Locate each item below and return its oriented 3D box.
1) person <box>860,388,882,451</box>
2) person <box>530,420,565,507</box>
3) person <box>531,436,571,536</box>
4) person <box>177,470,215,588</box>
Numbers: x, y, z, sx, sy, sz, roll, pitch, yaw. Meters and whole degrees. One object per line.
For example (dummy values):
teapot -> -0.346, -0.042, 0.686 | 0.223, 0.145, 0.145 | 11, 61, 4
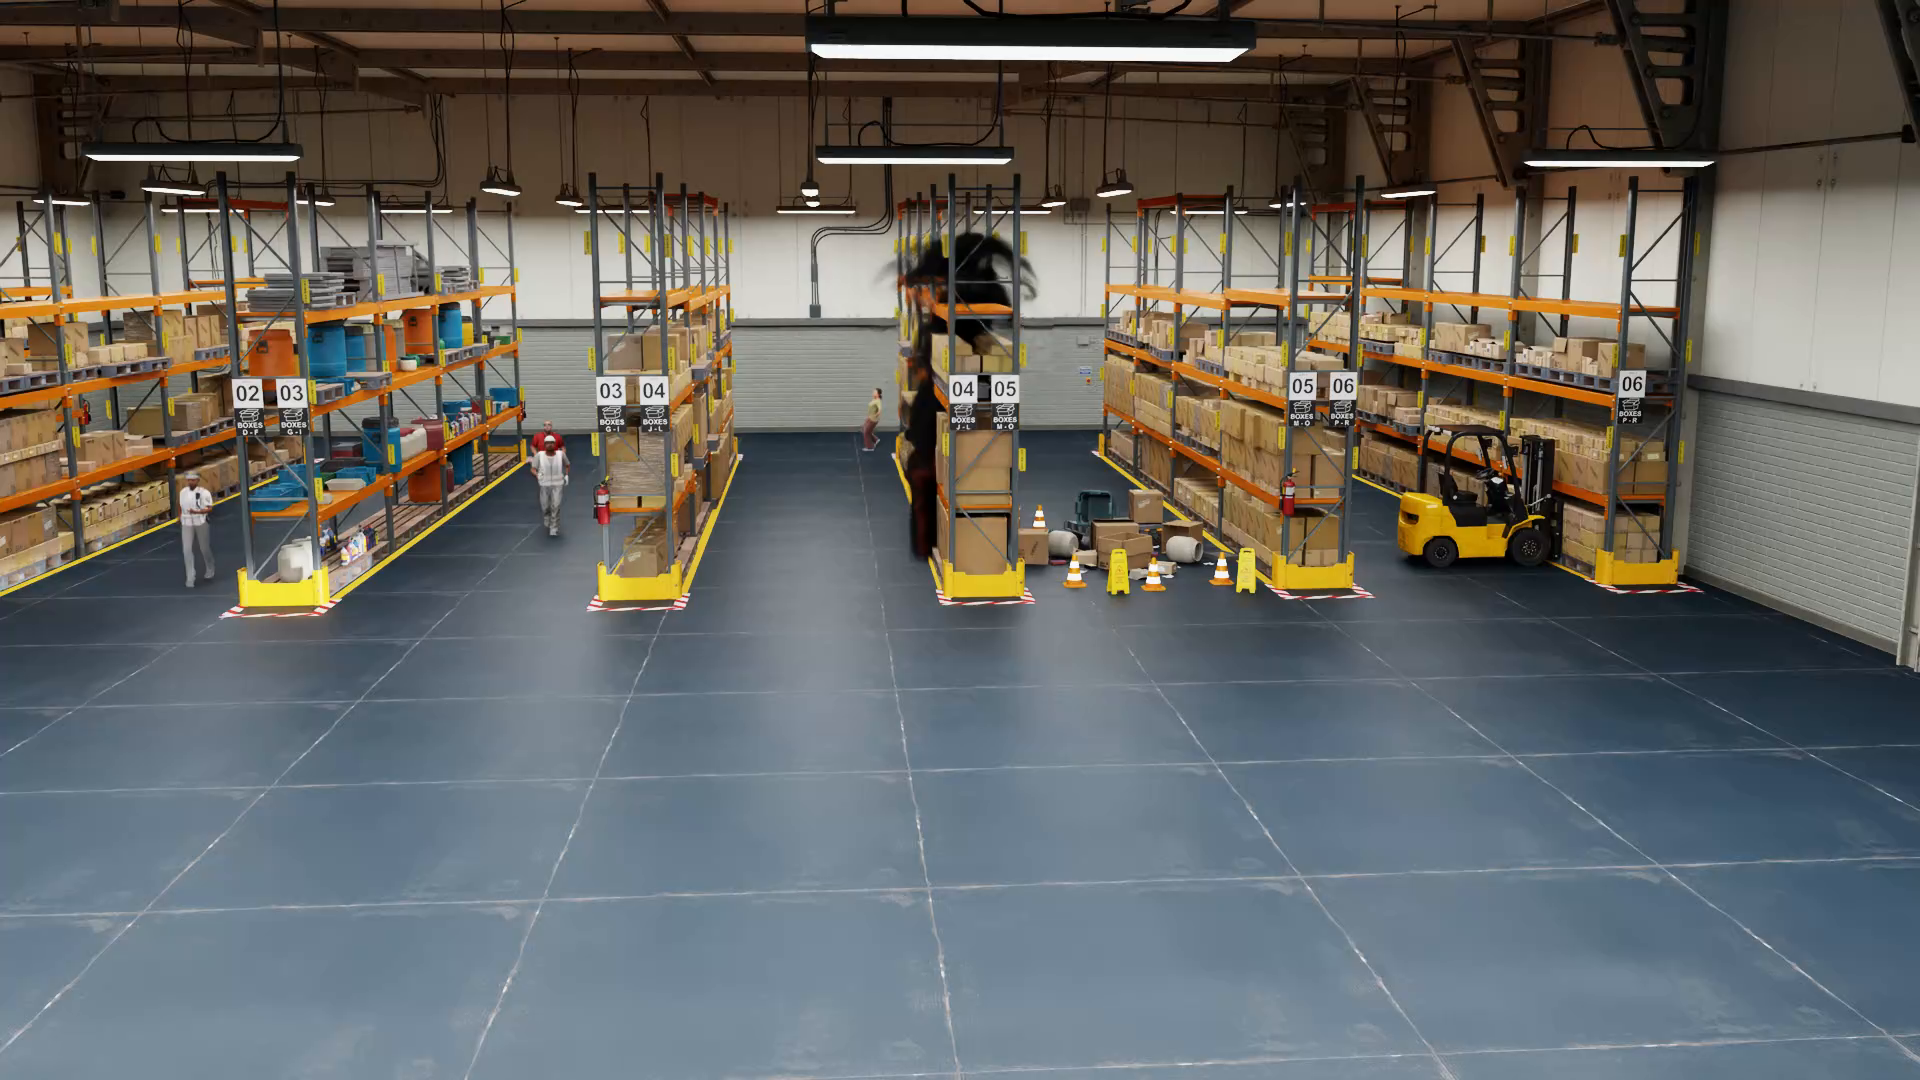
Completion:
person -> -2.169, -2.950, 40.793 | 0.509, 1.583, 0.645 | -2, 10, -10
person -> -7.976, -1.483, 32.253 | 0.658, 1.676, 0.618 | -3, 10, -16
person -> -7.158, -0.965, 29.139 | 0.687, 1.743, 0.699 | -3, 10, -15
person -> -11.450, -0.195, 24.929 | 0.561, 1.744, 0.787 | -2, 10, -9
